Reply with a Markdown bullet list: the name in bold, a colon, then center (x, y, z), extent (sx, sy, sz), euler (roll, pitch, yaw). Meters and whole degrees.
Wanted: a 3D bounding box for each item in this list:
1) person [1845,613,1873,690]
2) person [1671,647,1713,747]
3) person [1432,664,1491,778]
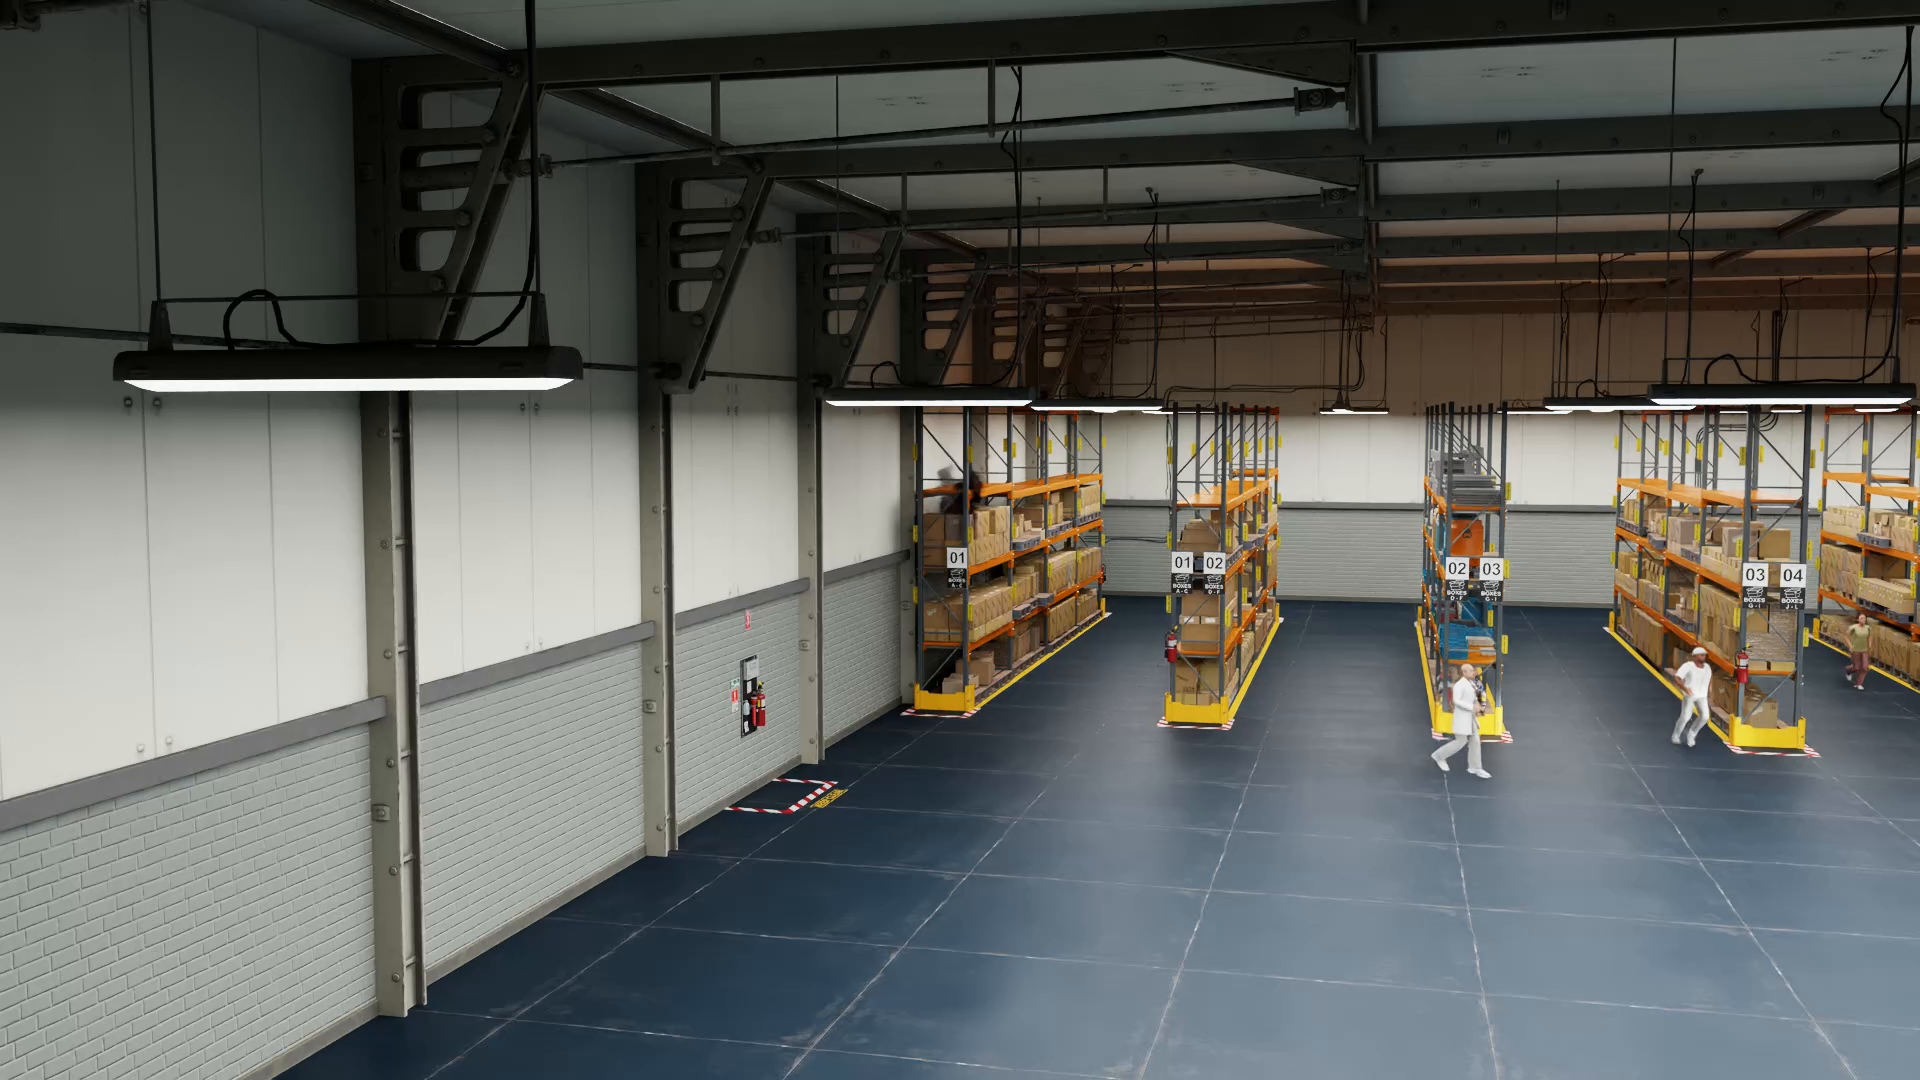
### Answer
- **person**: center (18.966, 2.327, 35.115), extent (0.569, 1.621, 0.622), euler (0, 4, 6)
- **person**: center (12.811, 2.728, 28.939), extent (0.766, 1.738, 0.631), euler (0, 4, -4)
- **person**: center (8.043, 2.869, 26.604), extent (0.934, 1.799, 0.734), euler (3, 5, 38)
